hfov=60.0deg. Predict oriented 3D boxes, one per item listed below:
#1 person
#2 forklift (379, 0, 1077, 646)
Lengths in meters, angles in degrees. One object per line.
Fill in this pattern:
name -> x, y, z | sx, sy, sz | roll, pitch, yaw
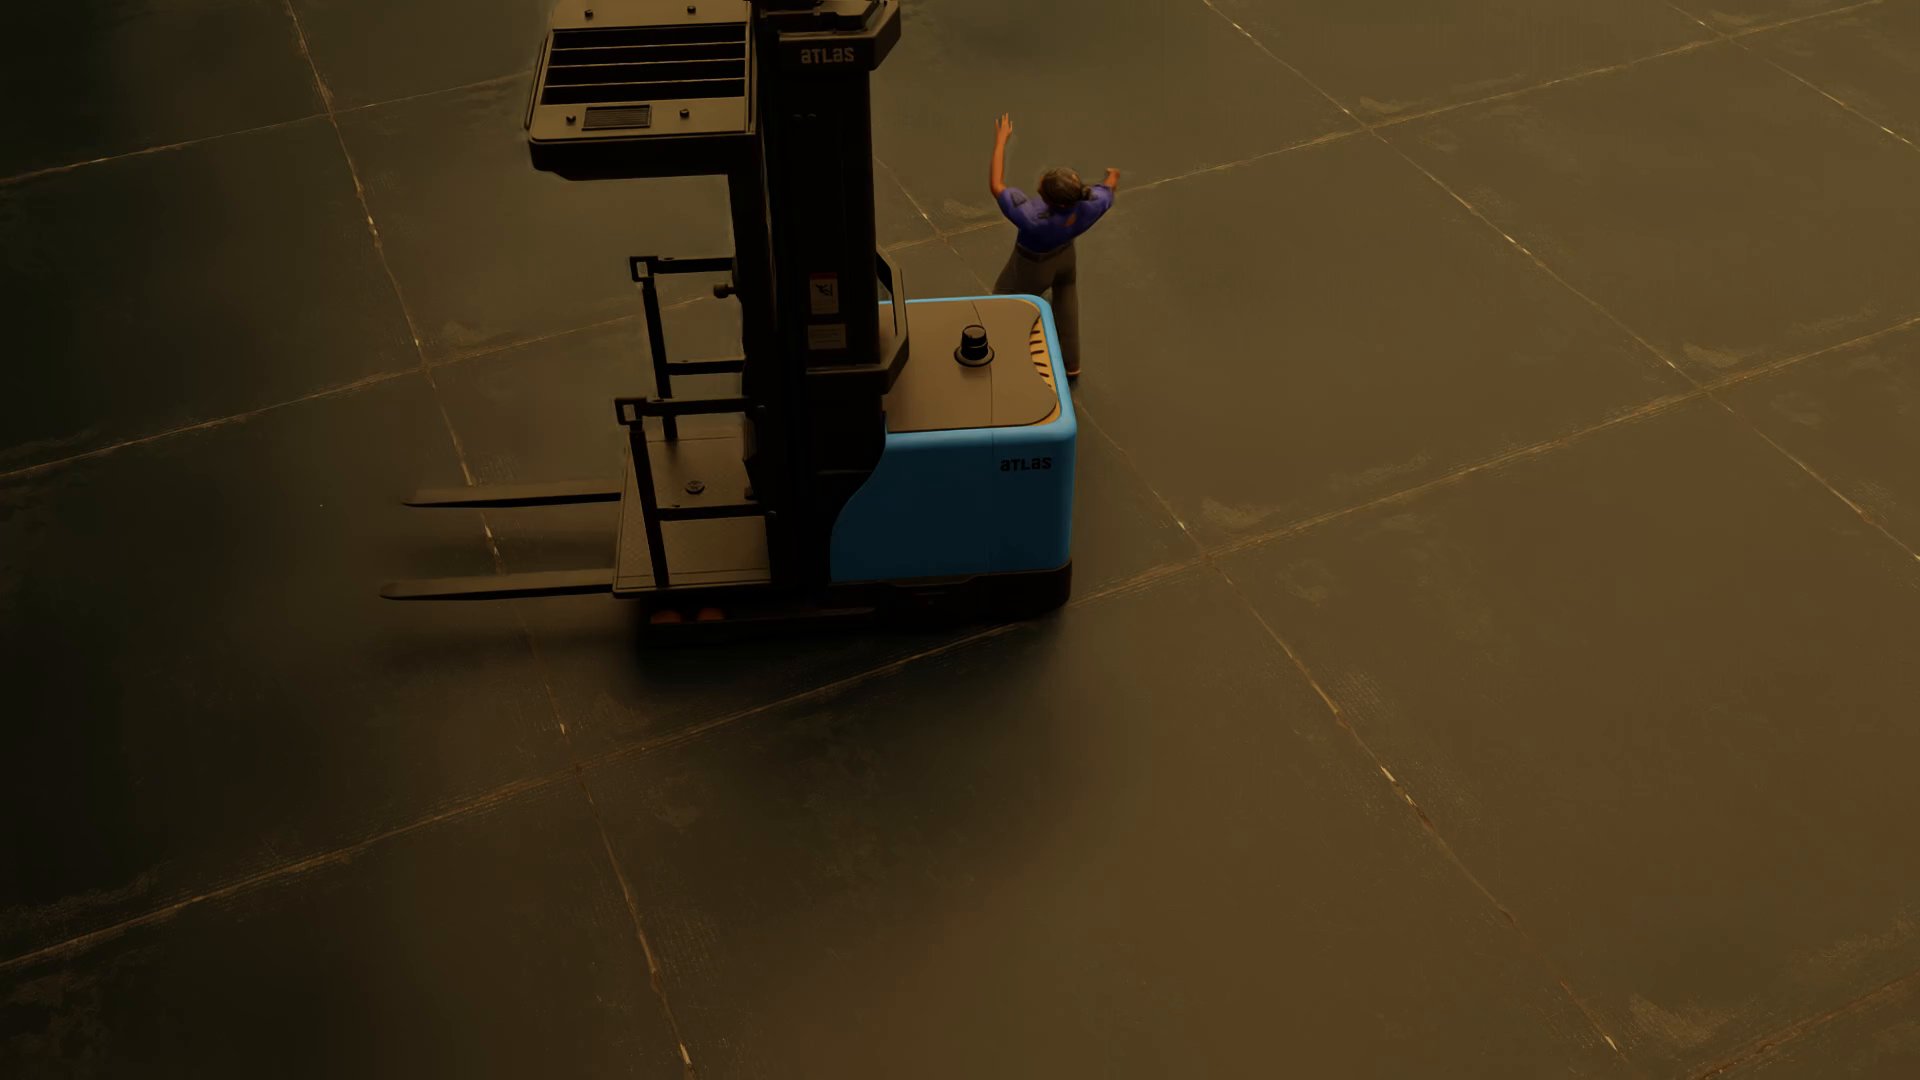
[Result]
person -> 0.500, -1.408, 8.262 | 0.965, 1.424, 0.753 | -34, 53, -31
forklift -> -1.052, -0.982, 6.732 | 3.031, 2.935, 1.130 | -3, 43, -4
